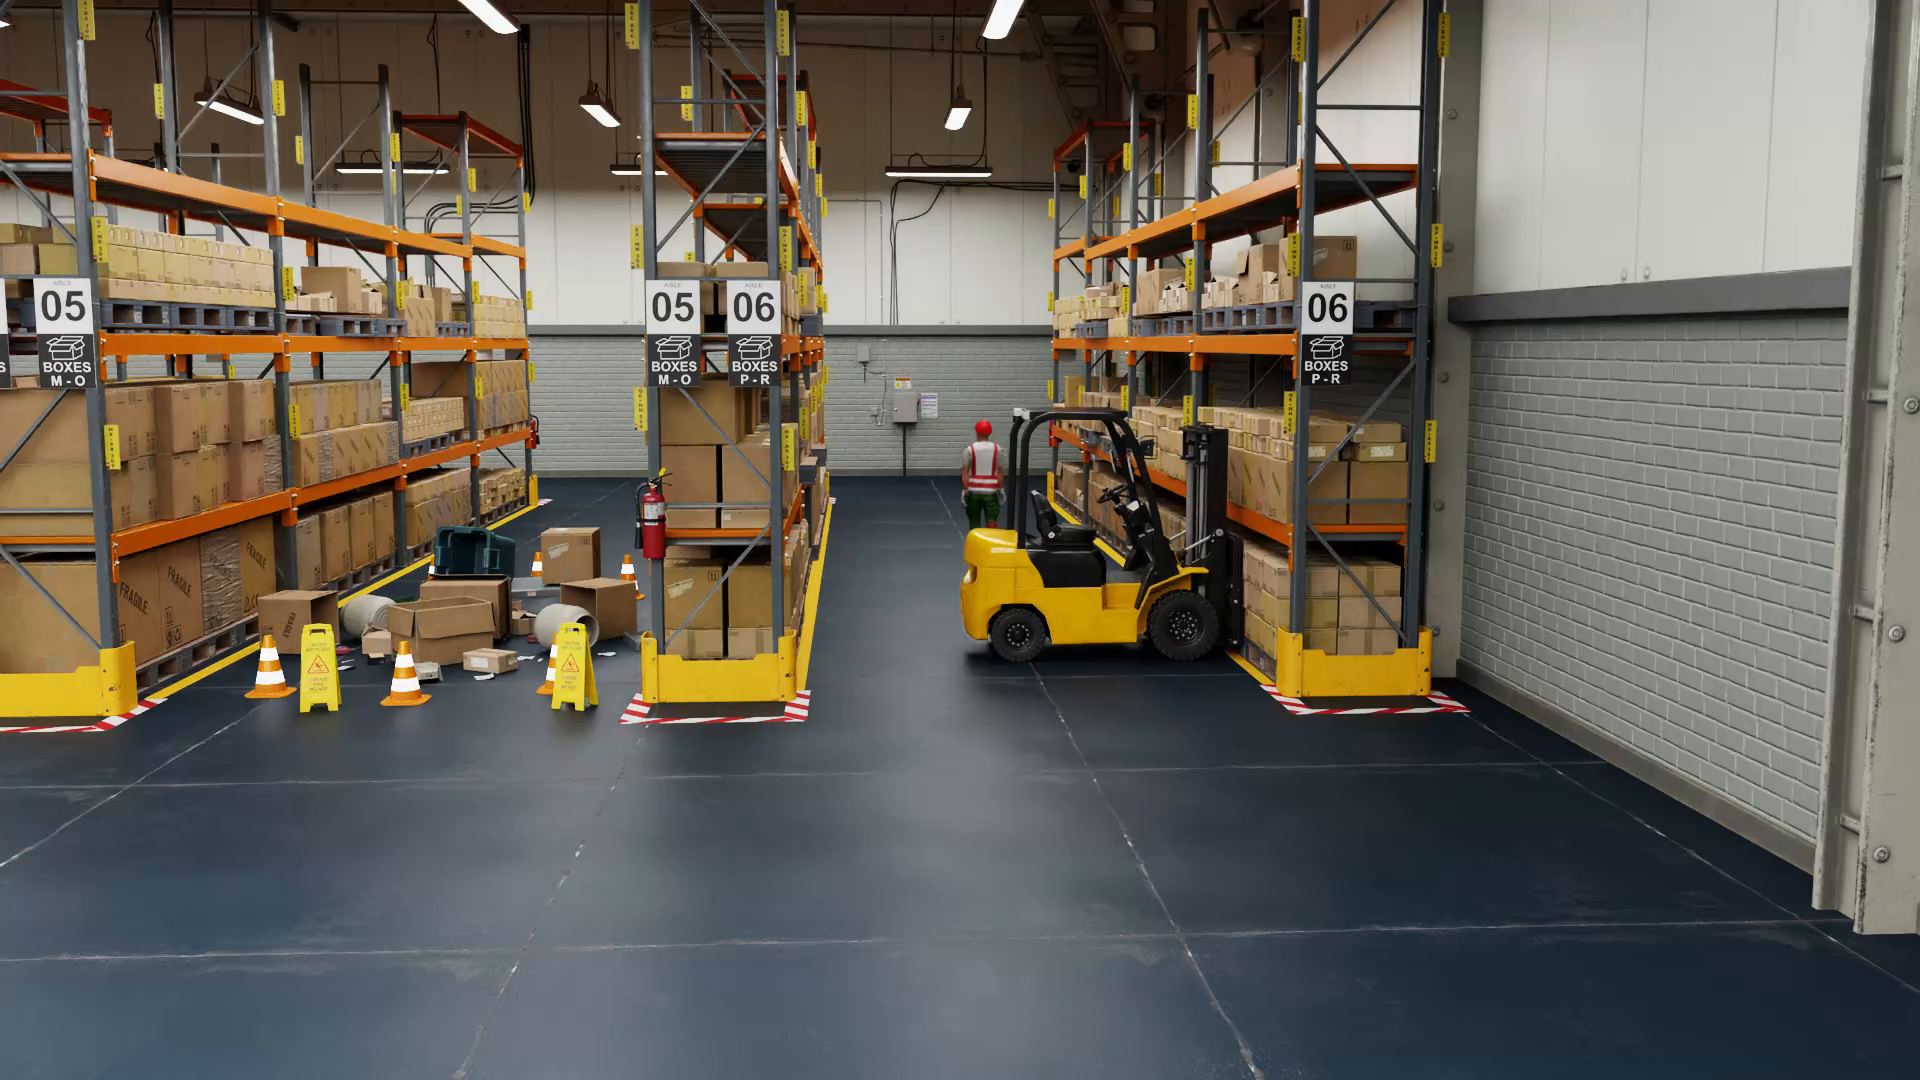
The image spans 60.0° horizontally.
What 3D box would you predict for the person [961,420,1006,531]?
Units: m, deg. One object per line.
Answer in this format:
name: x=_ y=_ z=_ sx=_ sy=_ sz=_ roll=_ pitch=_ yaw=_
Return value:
person: x=0.288 y=-0.592 z=20.439 sx=0.556 sy=1.775 sz=0.575 roll=-1 pitch=7 yaw=-8
